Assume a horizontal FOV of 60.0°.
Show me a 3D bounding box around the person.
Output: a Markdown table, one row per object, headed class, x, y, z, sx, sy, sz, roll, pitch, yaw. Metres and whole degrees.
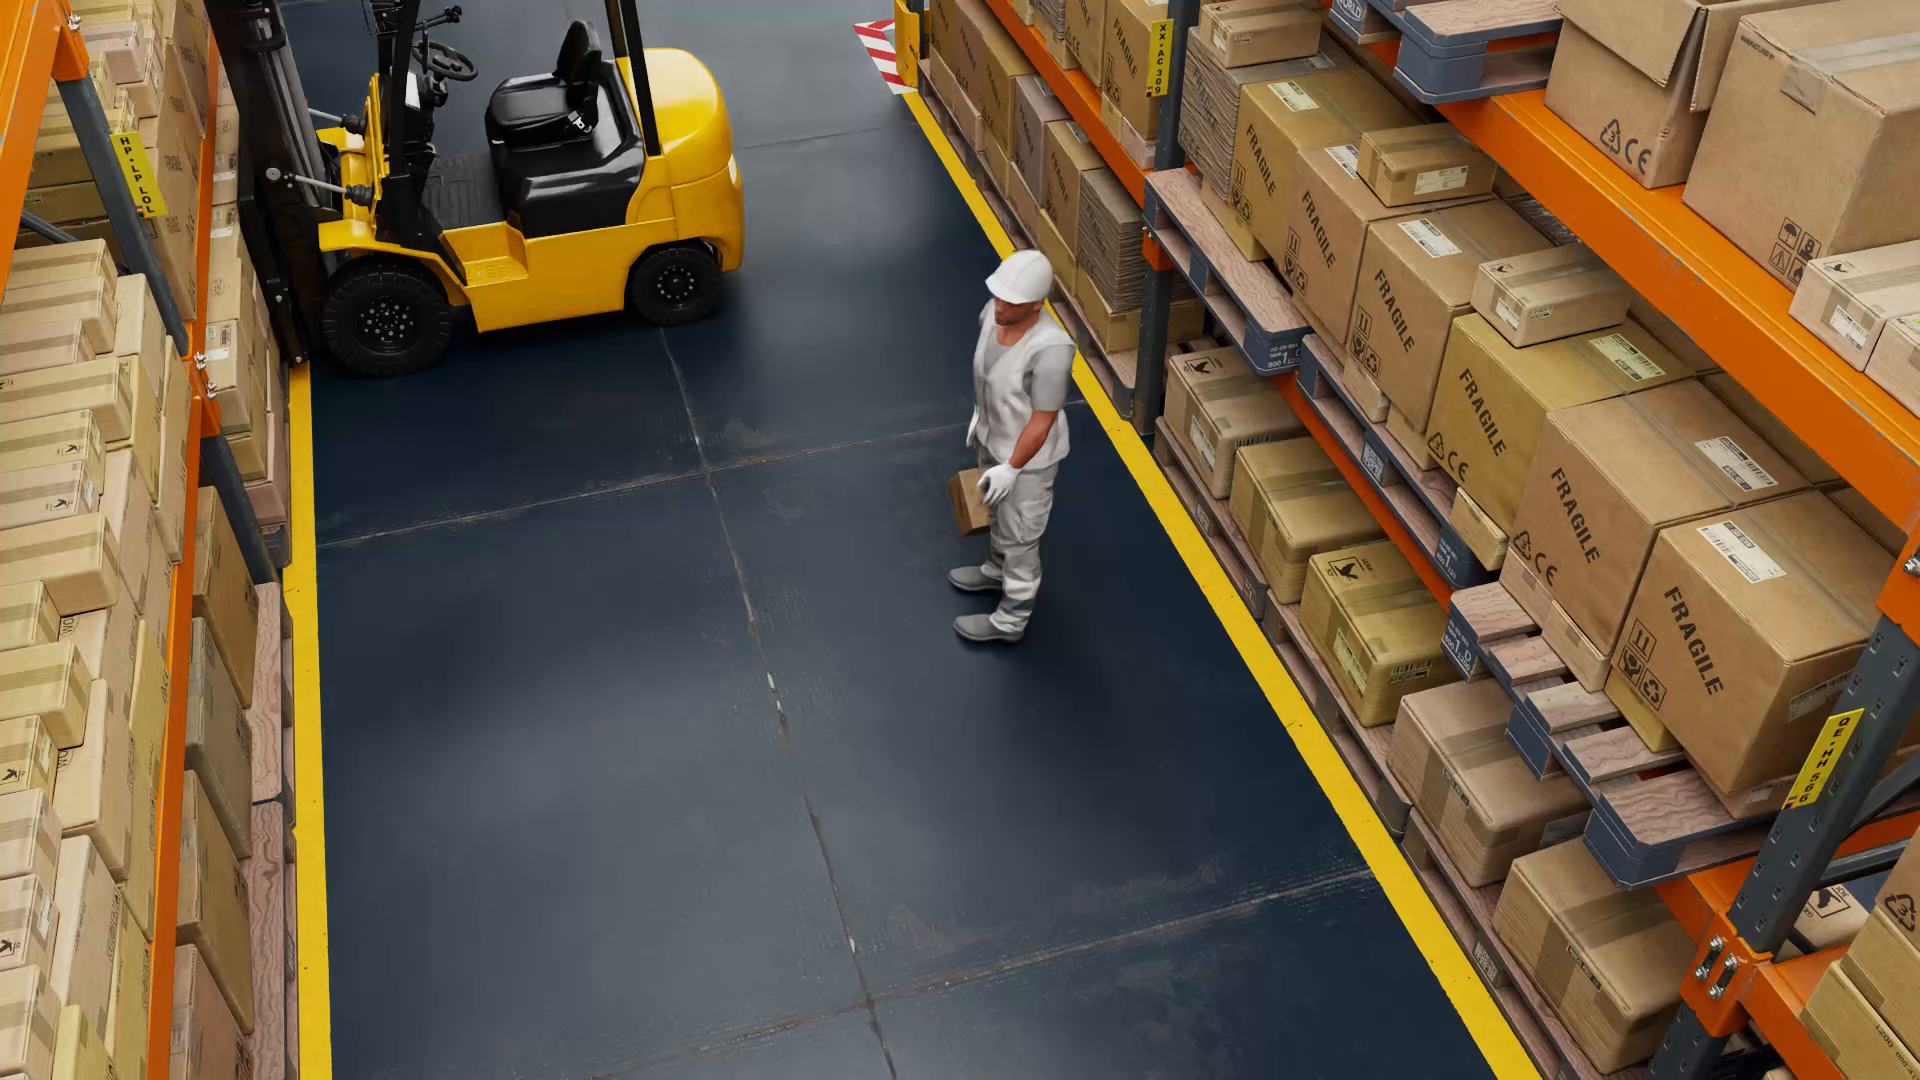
| class | x | y | z | sx | sy | sz | roll | pitch | yaw |
| --- | --- | --- | --- | --- | --- | --- | --- | --- | --- |
| person | 6.312 | -12.787 | 20.392 | 27.675 | 1.819 | 28.579 | -18 | 45 | -19 |
